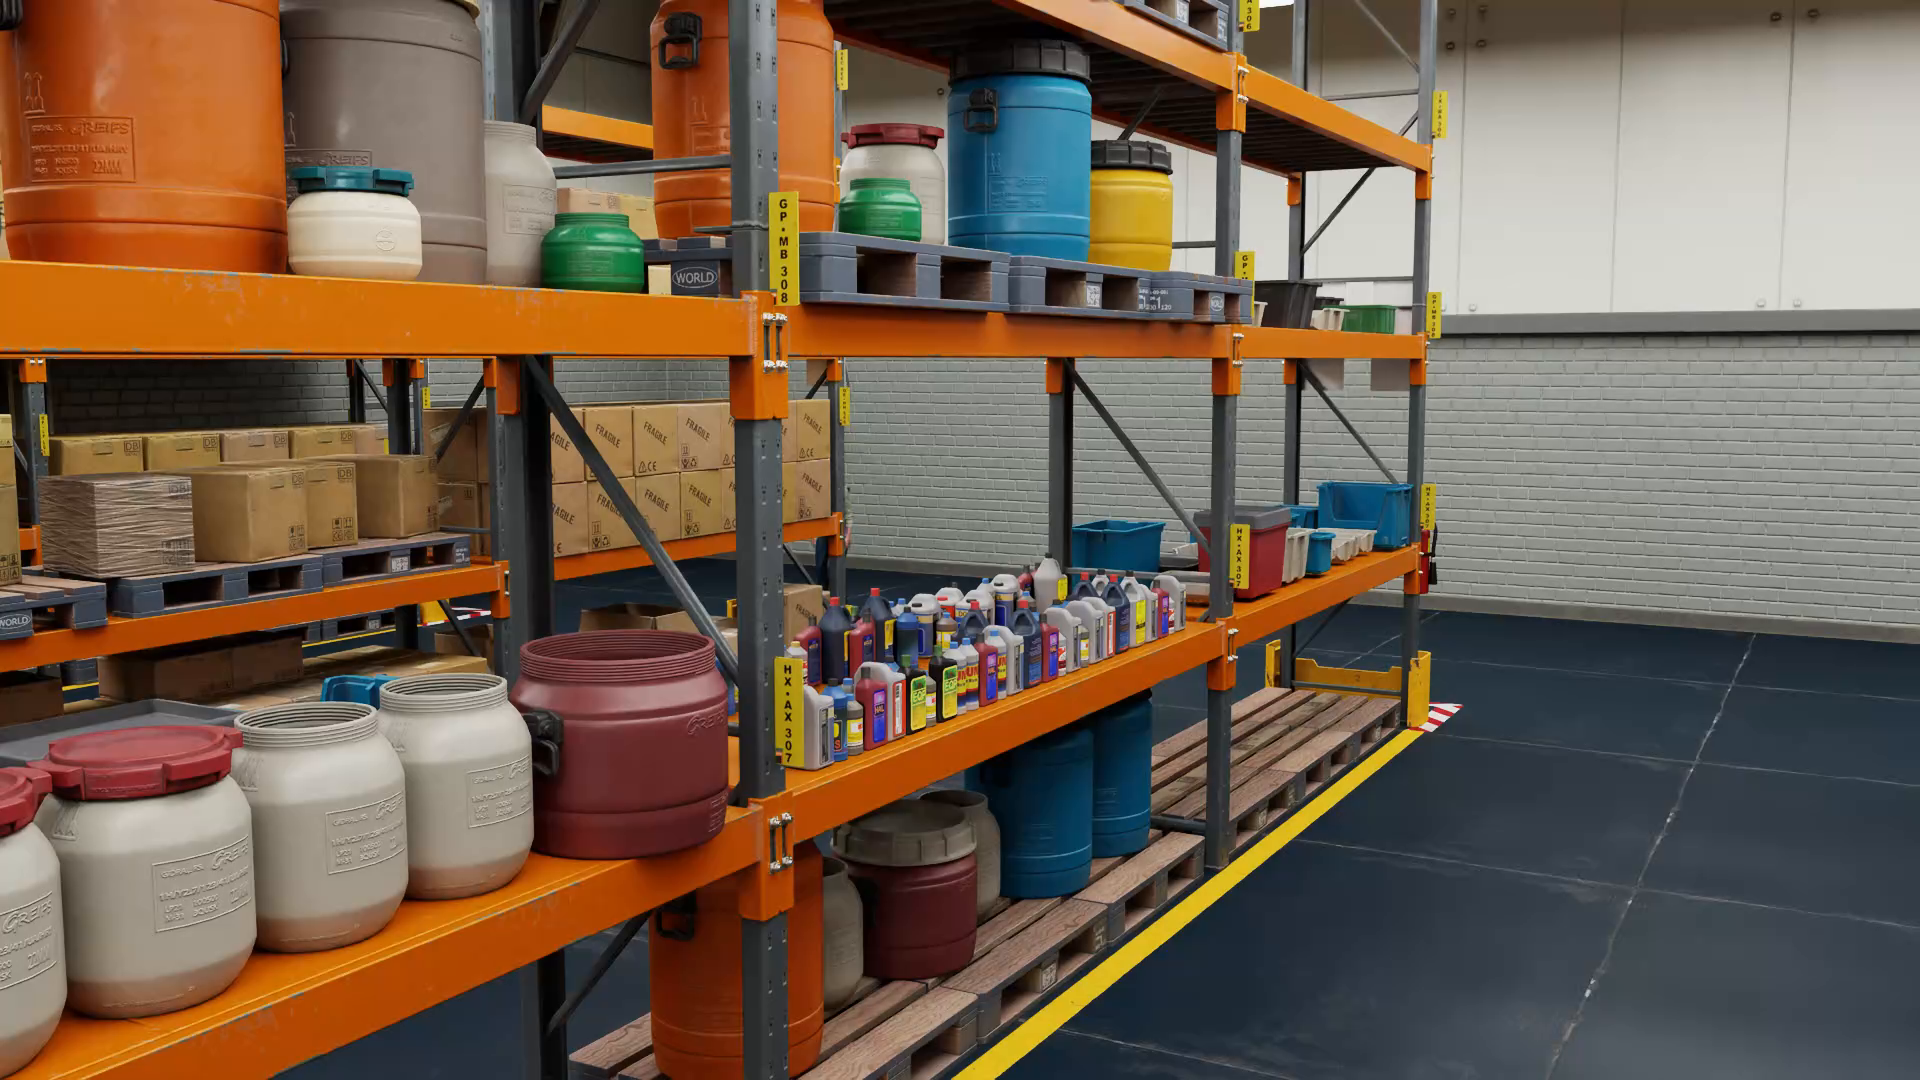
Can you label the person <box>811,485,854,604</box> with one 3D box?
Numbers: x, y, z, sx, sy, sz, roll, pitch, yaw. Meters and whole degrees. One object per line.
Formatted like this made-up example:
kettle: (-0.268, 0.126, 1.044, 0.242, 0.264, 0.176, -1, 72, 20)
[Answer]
person: (-1.334, 0.032, 17.305, 0.480, 1.478, 0.347, 3, 7, 25)
